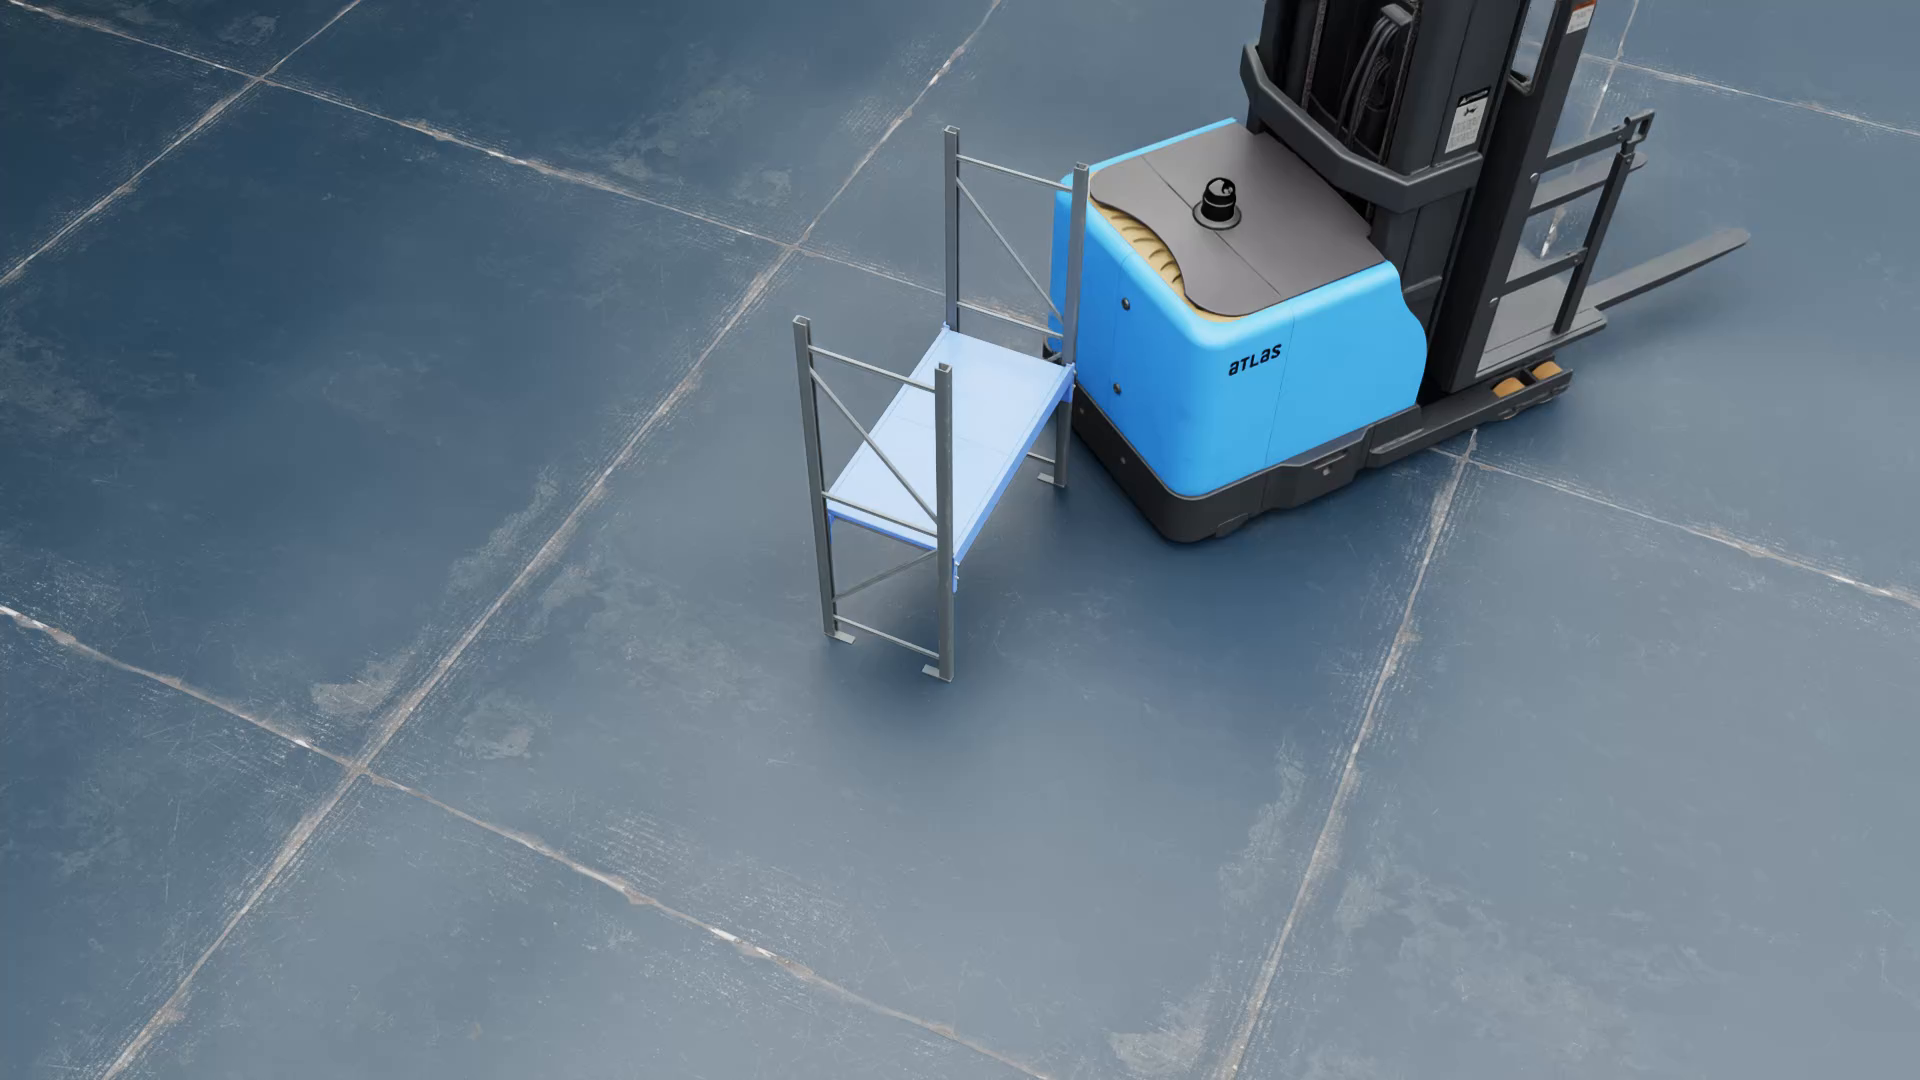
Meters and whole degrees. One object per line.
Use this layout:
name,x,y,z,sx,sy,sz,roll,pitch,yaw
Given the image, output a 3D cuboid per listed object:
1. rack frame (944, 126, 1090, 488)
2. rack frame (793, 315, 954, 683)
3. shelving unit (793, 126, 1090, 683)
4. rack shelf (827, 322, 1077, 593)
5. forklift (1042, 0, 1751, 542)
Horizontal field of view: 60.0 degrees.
rack frame,0.181,-0.777,5.927,0.500,1.500,0.032,20,52,16
rack frame,-0.254,-0.077,5.331,0.500,1.500,0.032,20,52,16
shelving unit,-0.036,-0.427,5.629,0.538,1.500,1.048,20,52,16
rack shelf,-0.036,-0.311,5.766,0.538,0.185,1.000,20,52,16
forklift,1.870,-1.767,5.829,3.031,2.935,1.130,-23,53,-18
